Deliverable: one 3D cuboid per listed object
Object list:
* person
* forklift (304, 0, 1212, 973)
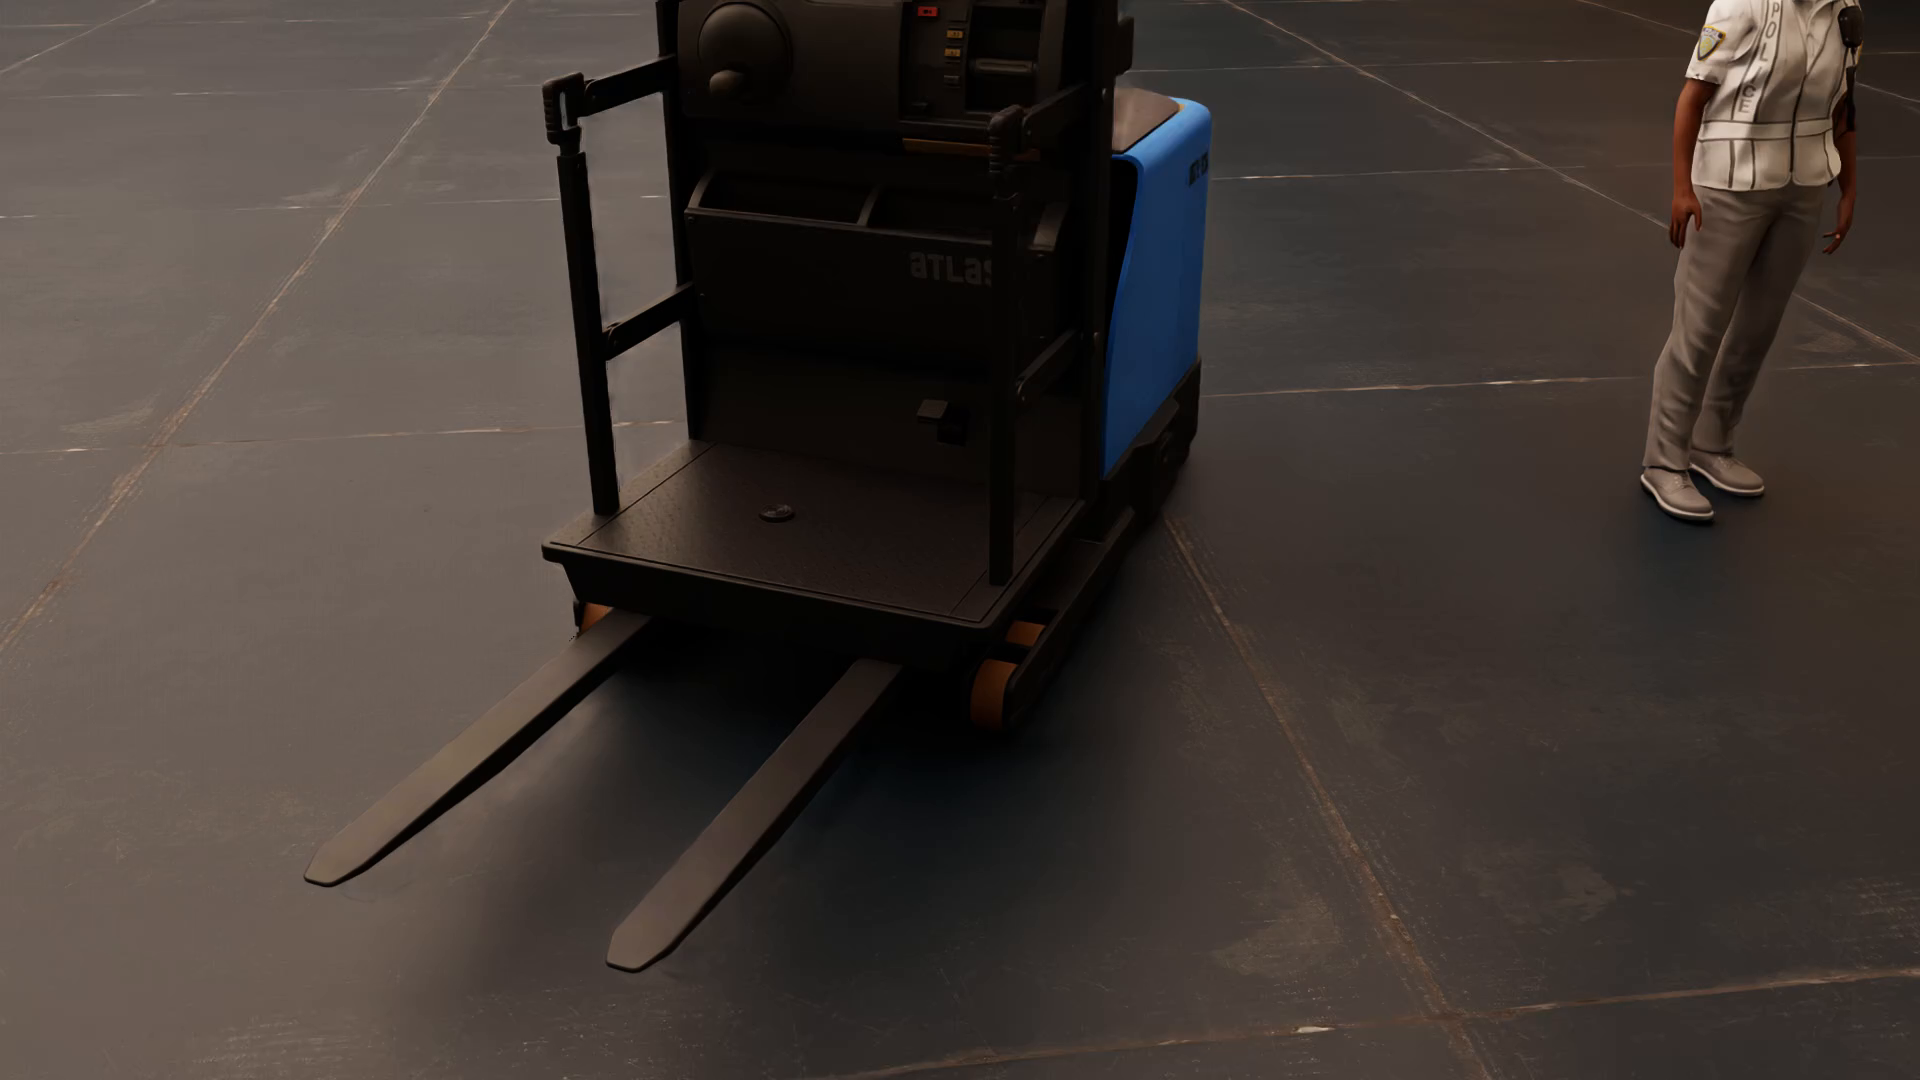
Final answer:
[{"bbox_3d":[2.243,-0.932,4.585,0.568,1.697,0.523,-5,26,-11],"label":"person"},{"bbox_3d":[-0.276,-1.094,3.499,1.130,2.935,3.031,10,27,19],"label":"forklift"}]
